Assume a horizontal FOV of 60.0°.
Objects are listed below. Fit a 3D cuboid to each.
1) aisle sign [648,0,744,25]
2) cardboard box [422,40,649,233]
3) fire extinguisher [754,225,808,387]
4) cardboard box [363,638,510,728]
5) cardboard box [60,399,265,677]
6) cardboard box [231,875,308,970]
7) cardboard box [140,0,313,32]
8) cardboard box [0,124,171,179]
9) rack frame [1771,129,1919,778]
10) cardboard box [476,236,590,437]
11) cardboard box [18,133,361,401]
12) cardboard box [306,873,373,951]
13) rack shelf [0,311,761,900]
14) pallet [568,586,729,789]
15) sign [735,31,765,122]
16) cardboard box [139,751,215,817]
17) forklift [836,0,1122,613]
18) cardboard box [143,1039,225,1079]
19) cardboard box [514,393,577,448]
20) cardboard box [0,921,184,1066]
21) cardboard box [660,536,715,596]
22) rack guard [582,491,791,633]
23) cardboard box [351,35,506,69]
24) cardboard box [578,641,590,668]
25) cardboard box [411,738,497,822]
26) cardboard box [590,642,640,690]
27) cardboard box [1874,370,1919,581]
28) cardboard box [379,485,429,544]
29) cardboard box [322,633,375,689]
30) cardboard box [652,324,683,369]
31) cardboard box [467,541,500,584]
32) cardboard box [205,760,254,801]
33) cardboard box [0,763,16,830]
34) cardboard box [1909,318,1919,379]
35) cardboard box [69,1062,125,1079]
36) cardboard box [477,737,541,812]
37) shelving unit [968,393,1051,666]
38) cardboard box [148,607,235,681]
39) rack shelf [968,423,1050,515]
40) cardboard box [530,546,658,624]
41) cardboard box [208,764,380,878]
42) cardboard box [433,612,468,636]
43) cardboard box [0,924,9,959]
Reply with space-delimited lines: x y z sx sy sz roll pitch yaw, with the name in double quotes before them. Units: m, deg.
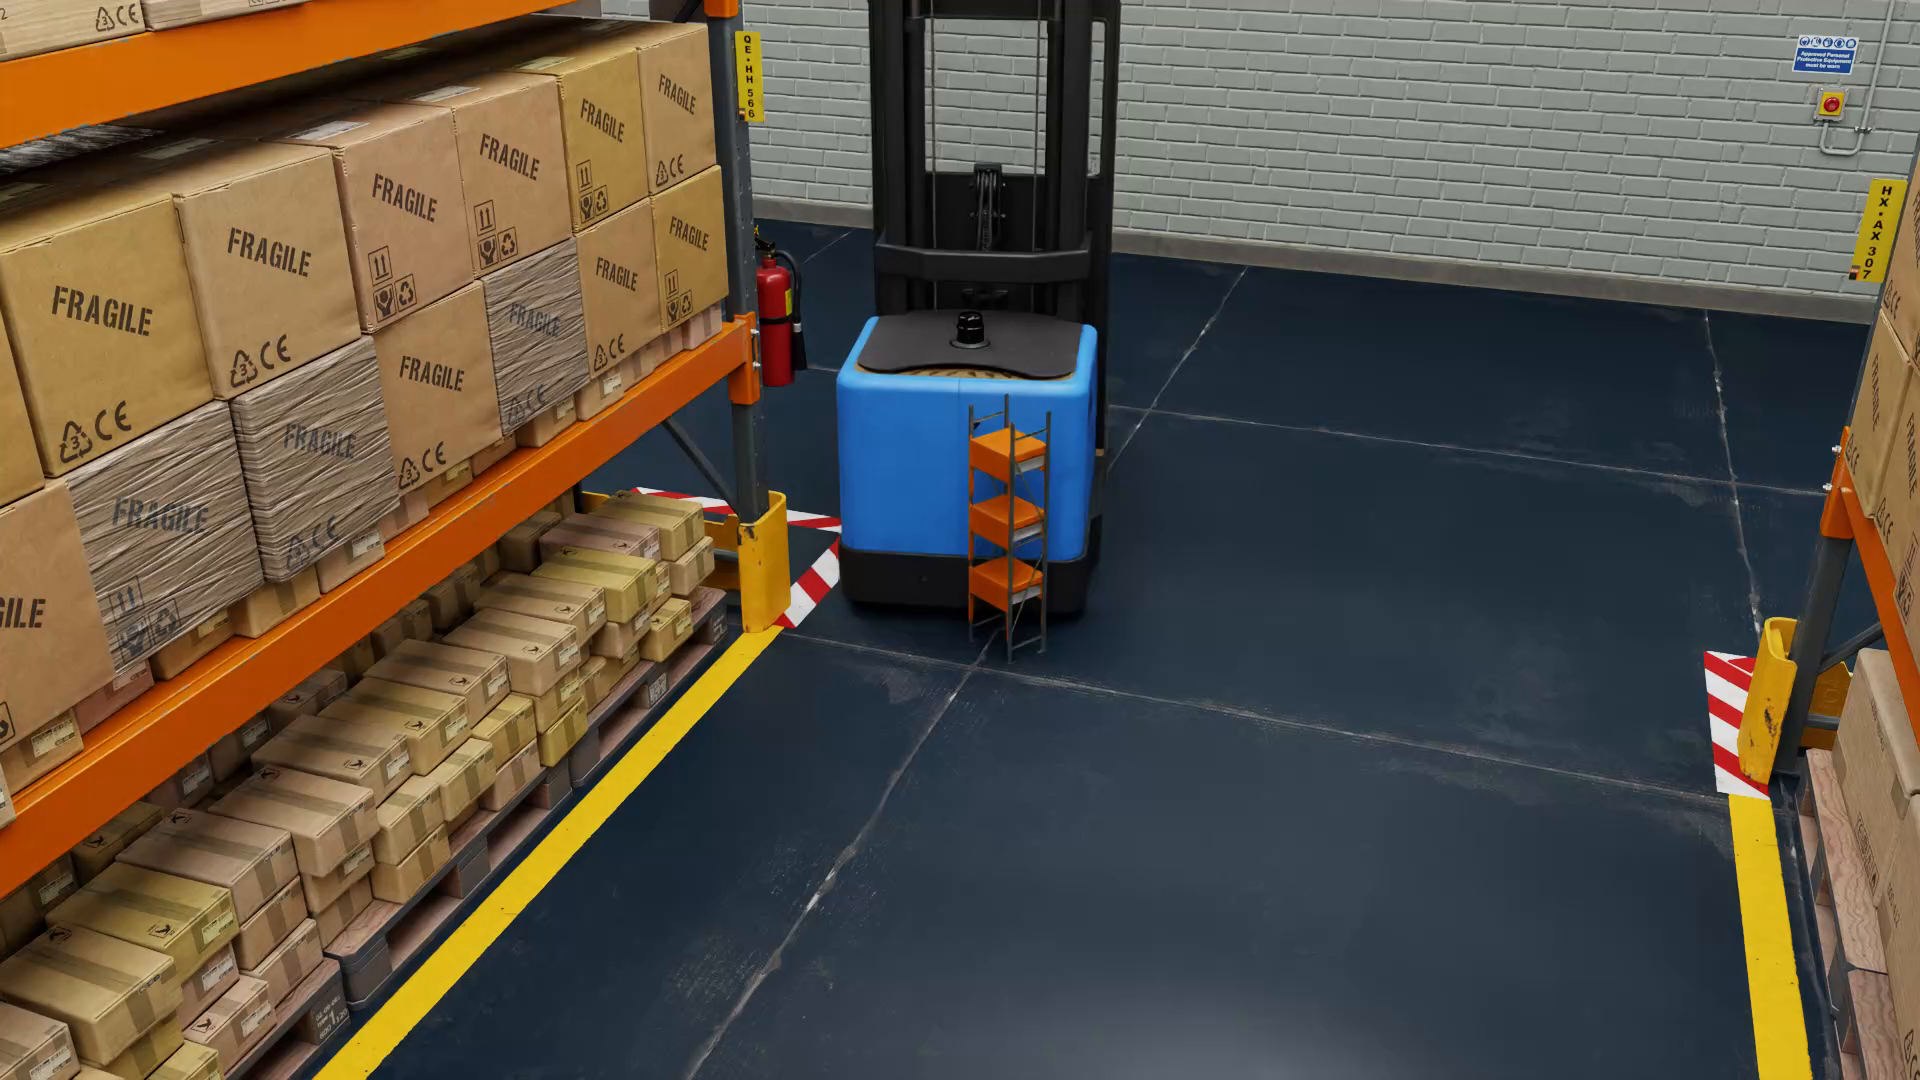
"aisle sign" -0.987 -2.296 6.066 0.394 0.787 0.004 9 27 17
"cardboard box" -1.381 -1.336 5.463 0.500 0.500 0.500 8 27 16
"fire extinguisher" -0.776 -0.973 6.834 0.296 0.674 0.183 9 27 17
"cardboard box" -1.711 0.469 5.446 0.380 0.149 0.250 8 27 16
"cardboard box" -2.065 -0.046 3.946 0.500 0.500 0.500 9 27 17
"cardboard box" -2.064 1.029 4.630 0.380 0.149 0.250 7 27 15
"cardboard box" -1.873 -1.348 3.823 0.500 0.250 0.500 10 28 20
"cardboard box" -2.374 -0.778 4.312 0.500 0.500 0.500 9 27 19
"rack frame" 3.407 -0.463 5.264 1.000 3.000 0.127 9 27 17
"cardboard box" -1.537 -0.675 5.247 0.500 0.500 0.500 9 27 18
"cardboard box" -1.891 -0.692 4.134 0.500 0.500 0.500 9 27 18
"cardboard box" -1.985 1.050 4.930 0.380 0.149 0.250 8 27 15
"rack shelf" -1.960 0.007 5.120 1.077 0.370 4.000 9 27 17
"pallet" -1.624 0.476 6.525 1.003 0.211 1.213 9 27 17
"sign" -0.778 -1.714 6.156 0.100 0.325 0.005 9 27 17
"cardboard box" -2.466 0.713 4.942 0.380 0.149 0.250 7 27 15
"forklift" 0.180 -1.625 7.742 1.130 2.935 3.031 3 26 6
"cardboard box" -2.113 1.386 4.234 0.380 0.149 0.250 10 27 19
"cardboard box" -1.502 -0.437 5.498 0.380 0.149 0.250 8 27 15
"cardboard box" -2.168 1.115 4.112 0.380 0.149 0.250 10 28 20
"cardboard box" -1.201 0.079 6.592 0.380 0.149 0.250 8 27 16
"rack guard" -1.320 0.017 7.141 1.175 0.500 0.348 9 27 17
"cardboard box" -1.856 -1.414 5.624 0.500 0.500 0.500 10 27 19
"cardboard box" -1.559 0.389 5.953 0.380 0.149 0.250 8 27 17
"cardboard box" -1.701 0.728 5.253 0.380 0.149 0.250 9 27 18
"cardboard box" -1.432 0.418 6.234 0.380 0.149 0.250 9 27 17
"cardboard box" 2.834 -0.140 4.483 0.500 0.500 0.500 8 27 17
"cardboard box" -1.785 -0.116 4.837 0.380 0.149 0.250 10 28 19
"cardboard box" -2.209 0.397 5.595 0.380 0.149 0.250 9 27 18
"cardboard box" -1.255 -0.754 6.154 0.380 0.149 0.250 9 27 17
"cardboard box" -1.972 0.069 6.272 0.380 0.149 0.250 9 27 17
"cardboard box" -2.319 0.760 5.186 0.380 0.149 0.250 7 27 15
"cardboard box" -2.223 0.549 3.463 0.380 0.149 0.250 10 28 19
"cardboard box" 2.813 -0.589 4.261 0.500 0.500 0.500 8 27 16
"cardboard box" -2.203 1.362 3.942 0.380 0.149 0.250 10 28 20
"cardboard box" -1.638 0.745 5.559 0.380 0.149 0.250 9 27 18
"shelving unit" 0.192 -0.034 6.615 0.215 1.050 0.252 -20 32 -35
"cardboard box" -2.072 0.204 4.175 0.380 0.149 0.250 8 27 15
"rack shelf" 0.191 -0.280 6.495 0.215 0.259 0.240 -20 32 -35
"cardboard box" -1.336 0.161 6.082 0.380 0.149 0.250 8 27 16
"cardboard box" -1.903 0.801 4.761 0.380 0.149 0.250 9 27 19
"cardboard box" -2.041 0.307 6.123 0.380 0.149 0.250 10 27 19
"cardboard box" -2.705 1.036 4.274 0.380 0.149 0.250 9 27 18
